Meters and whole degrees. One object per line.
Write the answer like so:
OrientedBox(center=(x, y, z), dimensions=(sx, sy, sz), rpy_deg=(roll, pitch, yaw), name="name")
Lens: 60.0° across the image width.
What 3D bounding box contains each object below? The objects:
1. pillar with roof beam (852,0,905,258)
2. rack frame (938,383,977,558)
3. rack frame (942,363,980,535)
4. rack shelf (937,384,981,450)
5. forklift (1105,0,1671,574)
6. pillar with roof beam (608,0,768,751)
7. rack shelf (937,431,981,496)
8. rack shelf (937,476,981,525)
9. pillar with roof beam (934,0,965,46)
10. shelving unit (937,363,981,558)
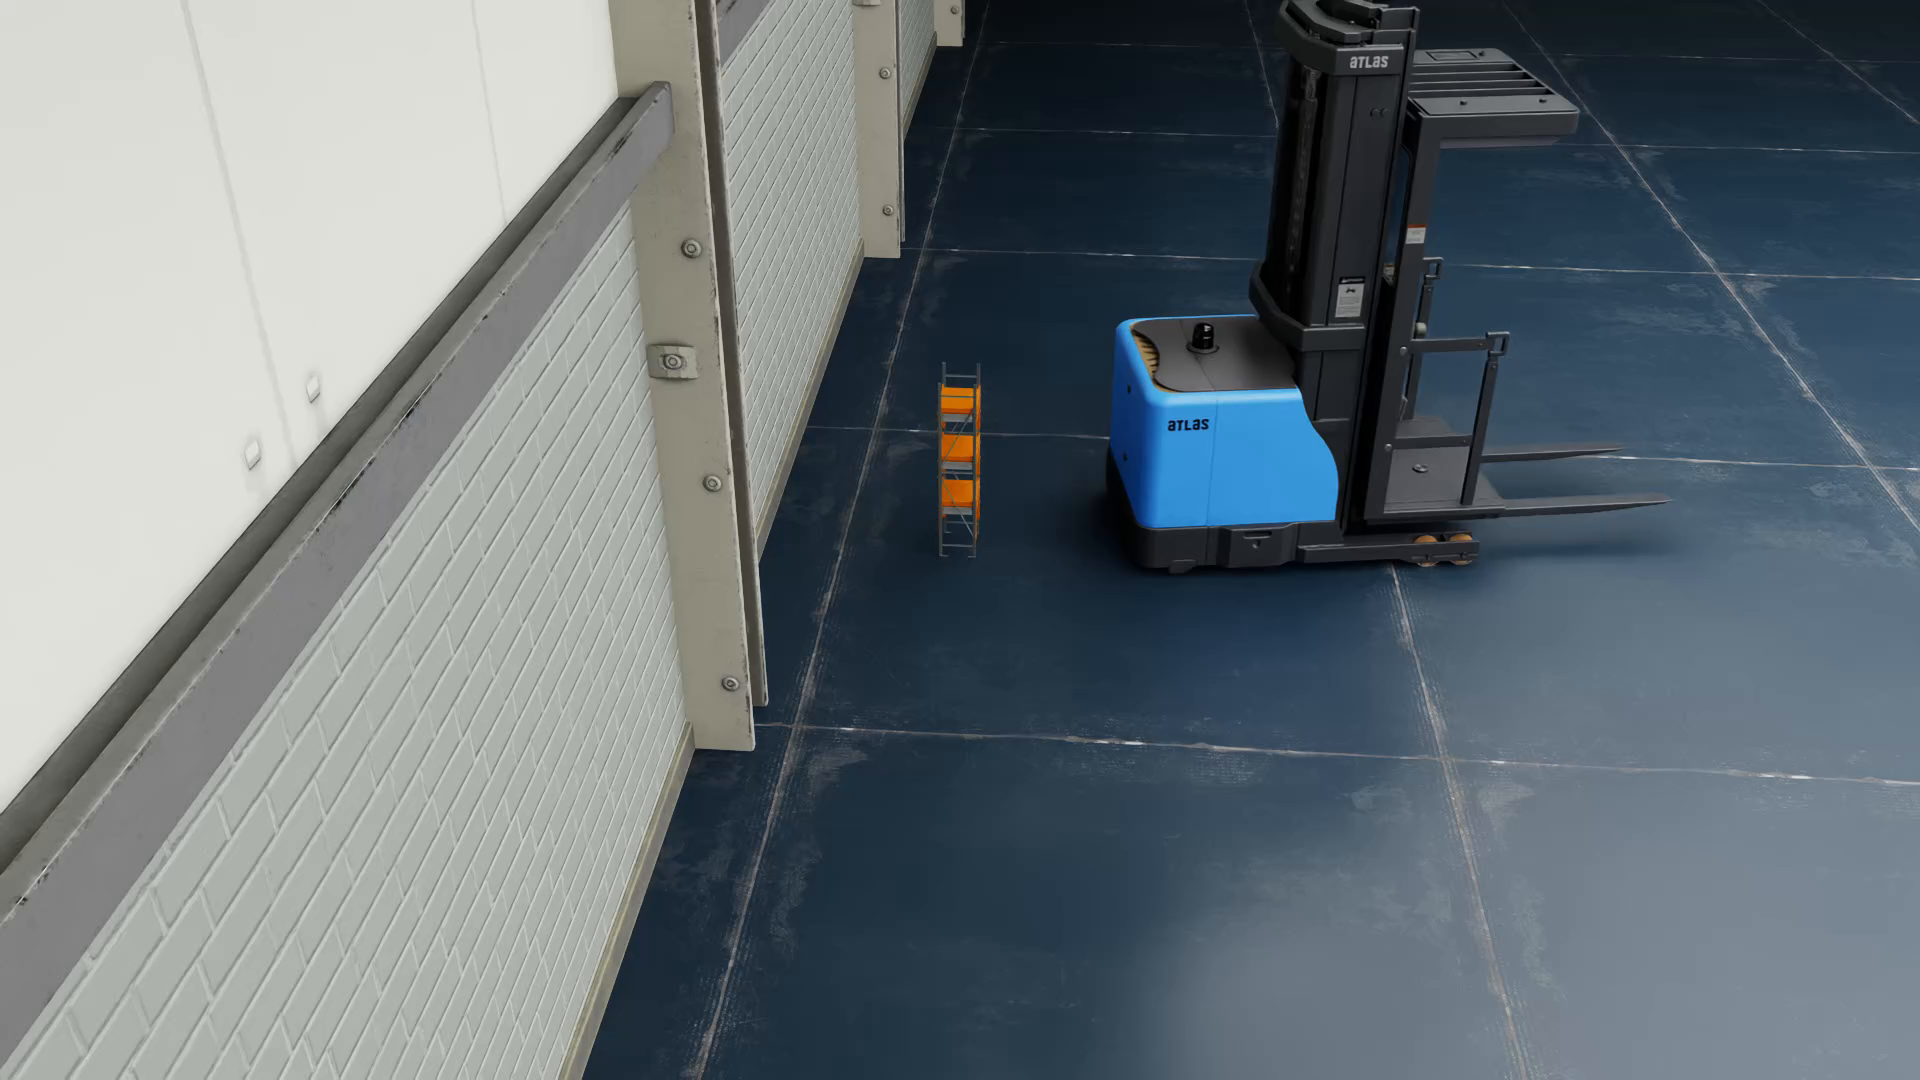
OrientedBox(center=(3.688, -5.921, 10.281), dimensions=(9.100, 9.000, 0.400), rpy_deg=(2, 32, 4), name="pillar with roof beam")
OrientedBox(center=(-0.014, -0.355, 8.826), dimensions=(0.200, 1.050, 0.008), rpy_deg=(2, 32, 4), name="rack frame")
OrientedBox(center=(0.006, -0.483, 9.033), dimensions=(0.200, 1.050, 0.008), rpy_deg=(2, 32, 4), name="rack frame")
OrientedBox(center=(-0.004, -0.652, 8.786), dimensions=(0.215, 0.259, 0.240), rpy_deg=(2, 32, 4), name="rack shelf")
OrientedBox(center=(2.393, -1.378, 8.692), dimensions=(3.031, 2.935, 1.130), rpy_deg=(-3, 32, -4), name="forklift")
OrientedBox(center=(3.199, -2.784, 5.190), dimensions=(9.100, 9.000, 0.400), rpy_deg=(2, 32, 4), name="pillar with roof beam")
OrientedBox(center=(-0.004, -0.410, 8.935), dimensions=(0.215, 0.259, 0.240), rpy_deg=(2, 32, 4), name="rack shelf")
OrientedBox(center=(-0.004, -0.173, 9.081), dimensions=(0.215, 0.259, 0.240), rpy_deg=(2, 32, 4), name="rack shelf")
OrientedBox(center=(4.176, -9.058, 15.372), dimensions=(9.100, 9.000, 0.400), rpy_deg=(2, 32, 4), name="pillar with roof beam")
OrientedBox(center=(-0.004, -0.419, 8.929), dimensions=(0.215, 1.050, 0.252), rpy_deg=(2, 32, 4), name="shelving unit")
